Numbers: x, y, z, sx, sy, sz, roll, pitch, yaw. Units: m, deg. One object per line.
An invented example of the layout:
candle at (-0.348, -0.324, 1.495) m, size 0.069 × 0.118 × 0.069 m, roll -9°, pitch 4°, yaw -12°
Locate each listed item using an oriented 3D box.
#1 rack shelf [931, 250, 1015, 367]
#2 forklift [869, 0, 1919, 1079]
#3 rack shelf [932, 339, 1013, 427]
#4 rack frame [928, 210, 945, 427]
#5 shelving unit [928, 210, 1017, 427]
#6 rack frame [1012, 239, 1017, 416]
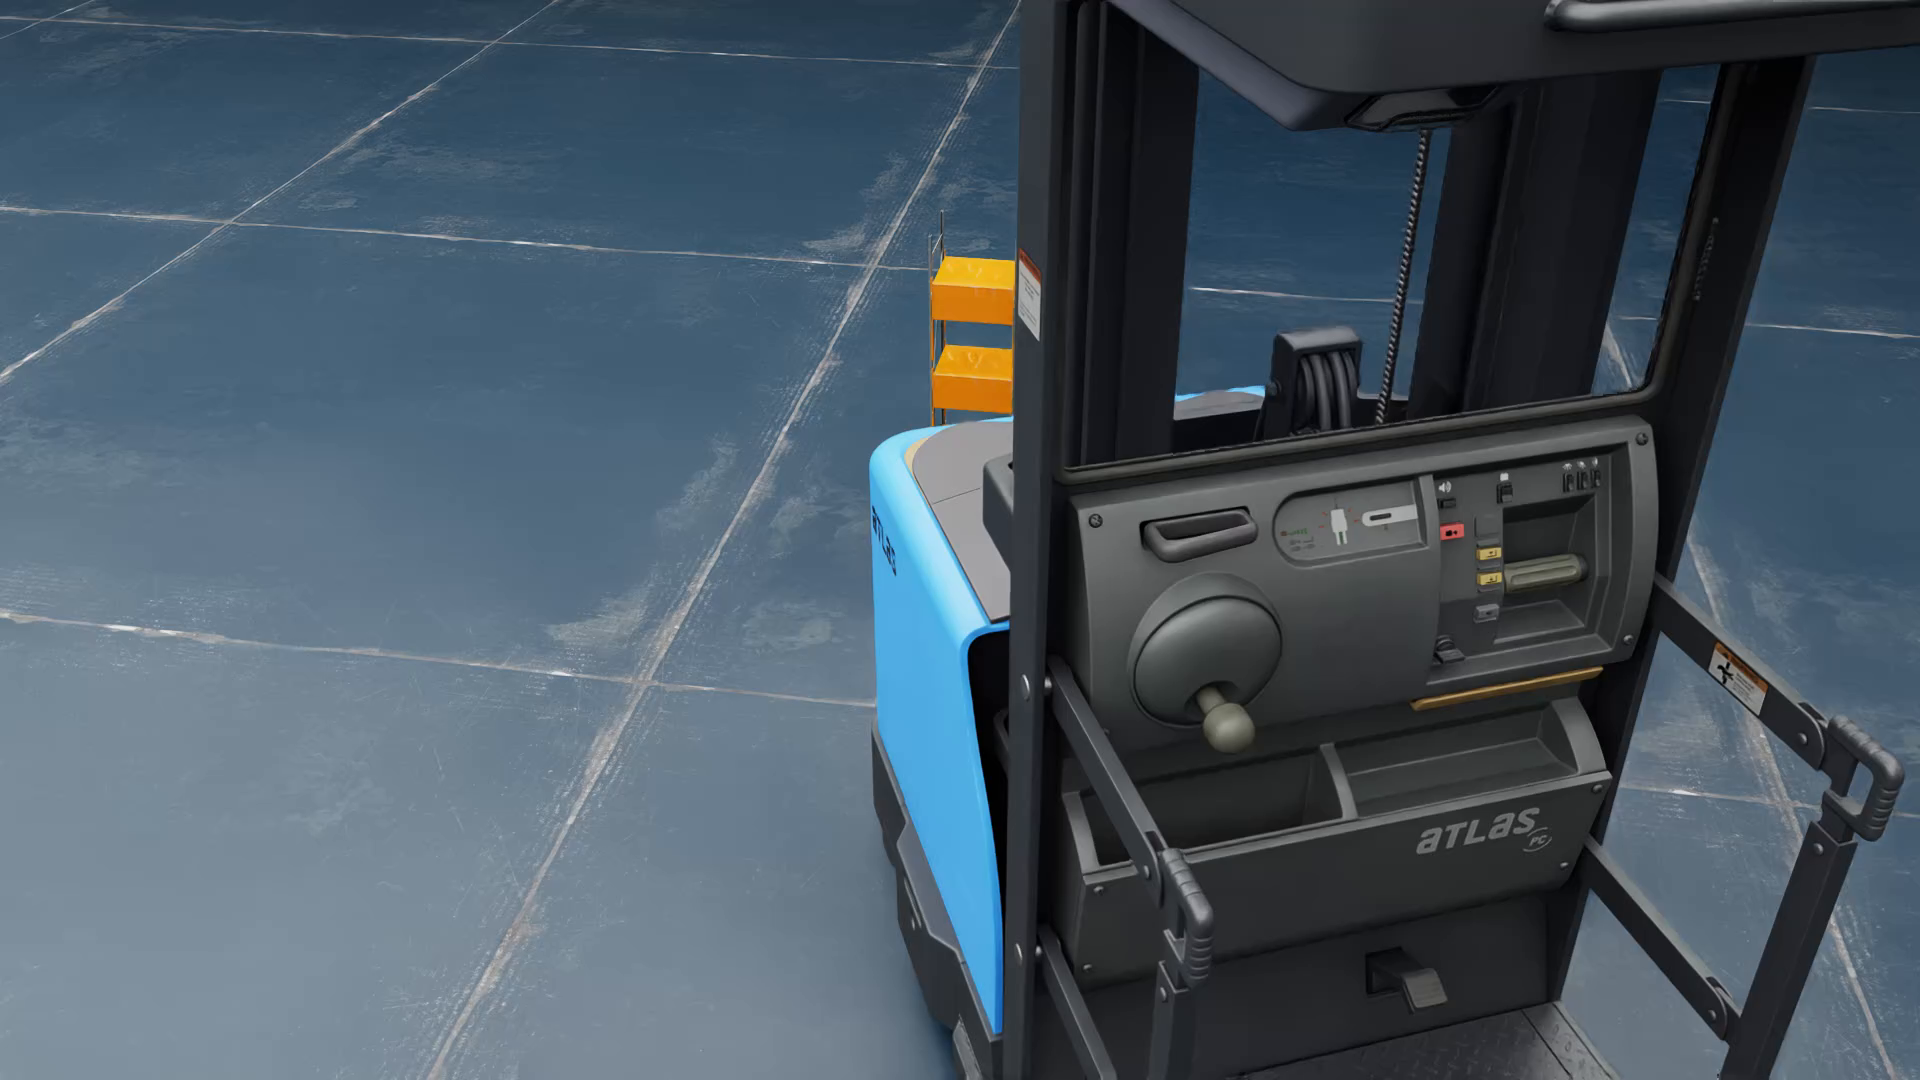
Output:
rack shelf at (0.053, -0.672, 4.819) m, size 0.240 × 0.259 × 0.215 m, roll 5°, pitch 32°, yaw 8°
forklift at (0.680, 0.120, 2.296) m, size 1.130 × 2.935 × 3.031 m, roll -9°, pitch 33°, yaw -13°
rack shelf at (0.053, -0.431, 4.969) m, size 0.240 × 0.259 × 0.215 m, roll 5°, pitch 32°, yaw 8°
rack frame at (-0.068, -0.451, 4.981) m, size 0.008 × 1.050 × 0.200 m, roll 5°, pitch 32°, yaw 8°
shelving unit at (0.053, -0.440, 4.964) m, size 0.252 × 1.050 × 0.215 m, roll 5°, pitch 32°, yaw 8°
rack frame at (0.173, -0.429, 4.946) m, size 0.008 × 1.050 × 0.200 m, roll 5°, pitch 32°, yaw 8°
